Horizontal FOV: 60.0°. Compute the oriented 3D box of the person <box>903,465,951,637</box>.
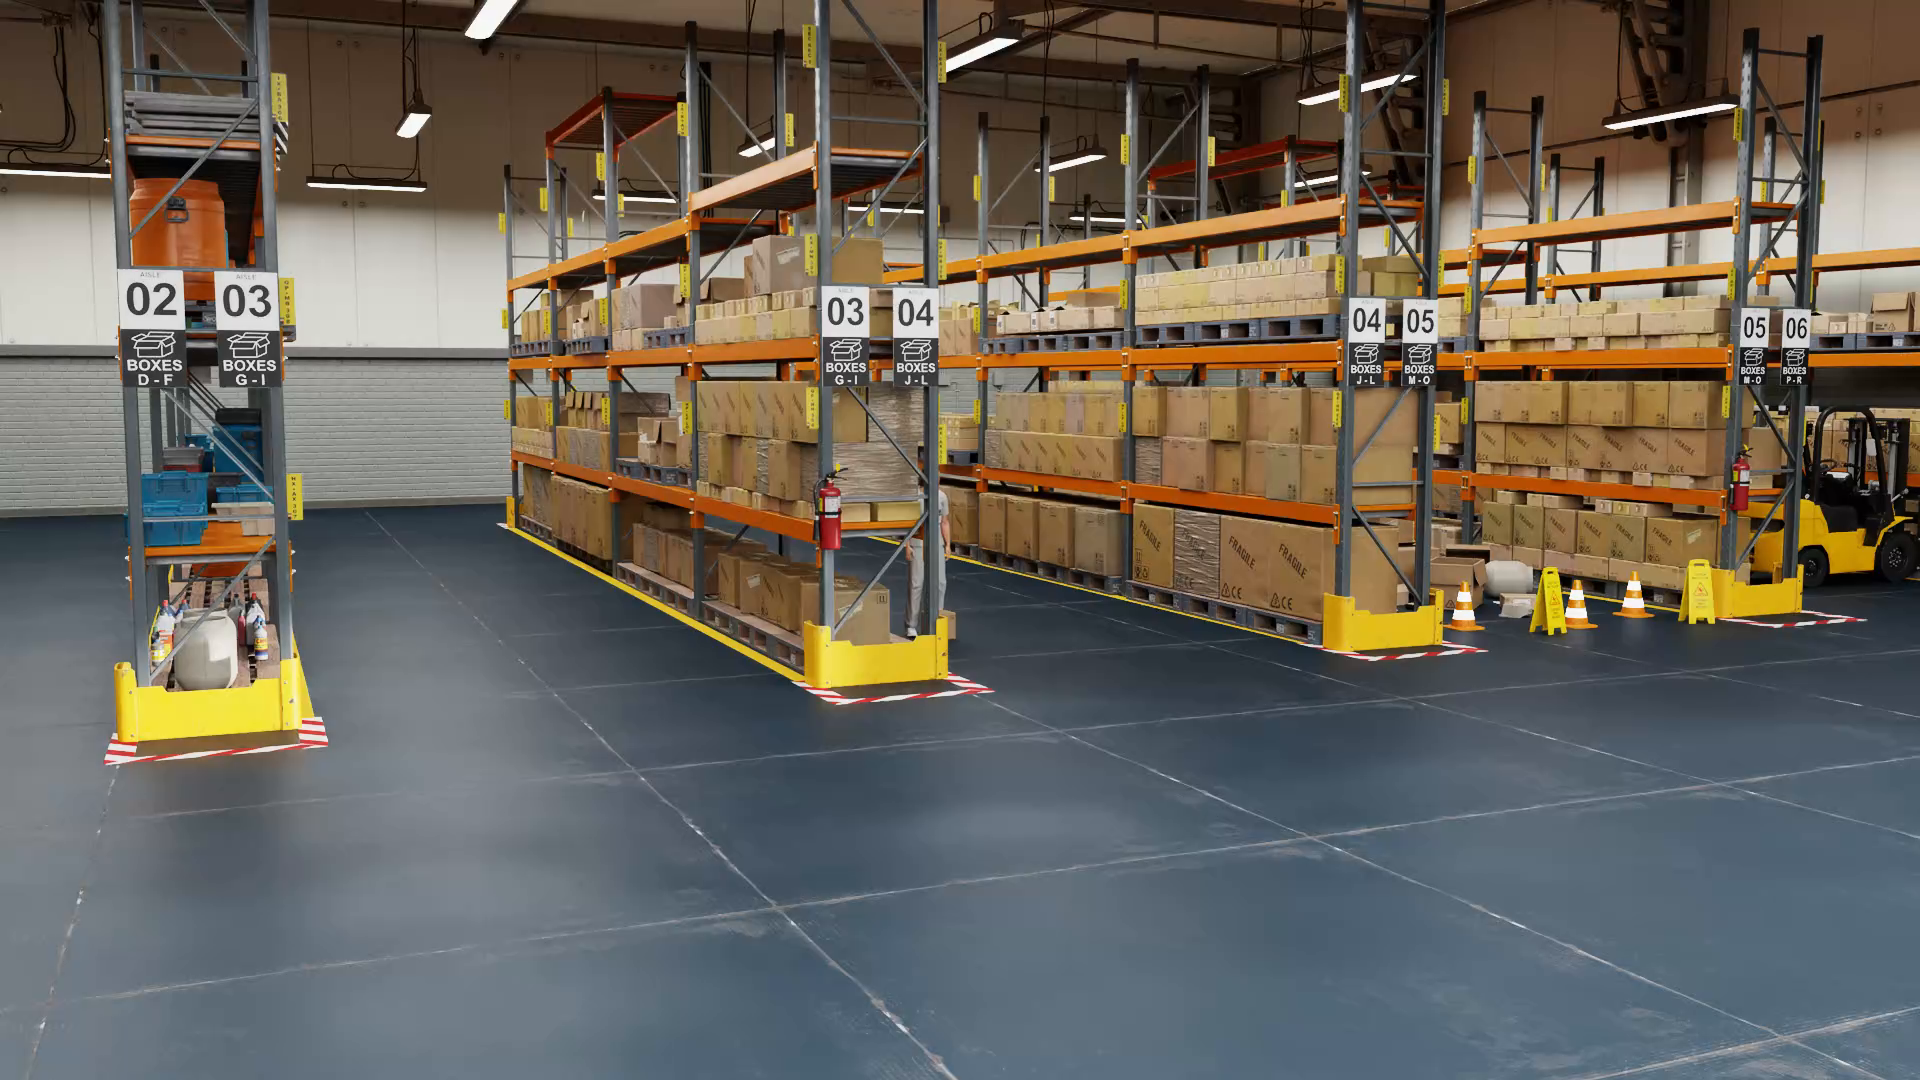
[{"bbox_3d":[-0.318,0.085,16.079,0.487,1.673,0.357,-2,6,-23],"label":"person"}]
